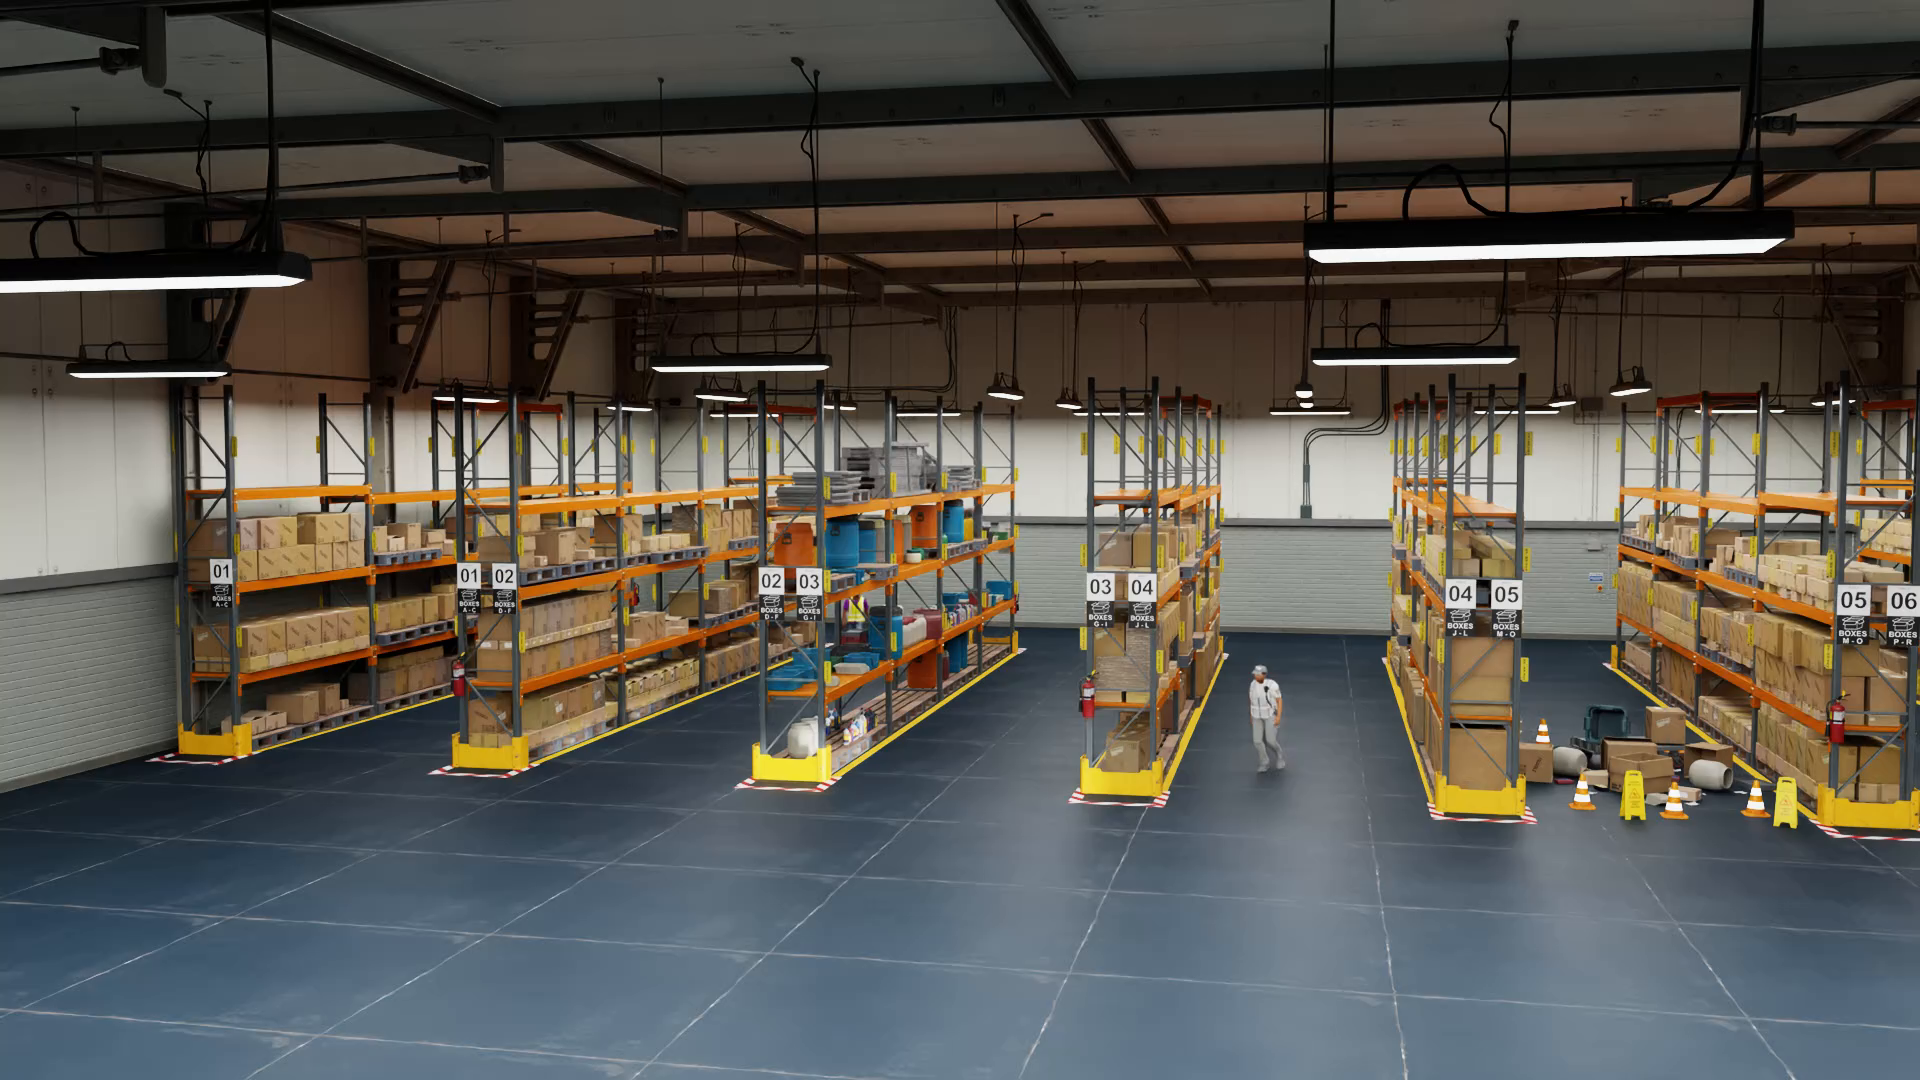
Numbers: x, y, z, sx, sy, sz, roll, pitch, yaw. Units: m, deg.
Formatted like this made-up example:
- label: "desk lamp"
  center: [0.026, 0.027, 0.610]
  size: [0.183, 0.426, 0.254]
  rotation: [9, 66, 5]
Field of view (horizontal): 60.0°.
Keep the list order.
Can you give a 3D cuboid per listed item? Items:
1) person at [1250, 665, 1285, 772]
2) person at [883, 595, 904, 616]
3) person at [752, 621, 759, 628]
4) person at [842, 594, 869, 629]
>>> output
- label: "person"
  center: [4.735, 2.747, 25.762]
  size: [0.553, 1.647, 0.552]
  rotation: [2, 4, 35]
- label: "person"
  center: [-1.525, 2.041, 36.784]
  size: [0.587, 1.780, 0.542]
  rotation: [0, 3, 0]
- label: "person"
  center: [-5.478, 1.598, 45.072]
  size: [0.579, 1.747, 0.808]
  rotation: [-3, 4, -40]
- label: "person"
  center: [-2.485, 1.932, 39.459]
  size: [0.588, 1.714, 1.093]
  rotation: [1, 3, 9]
